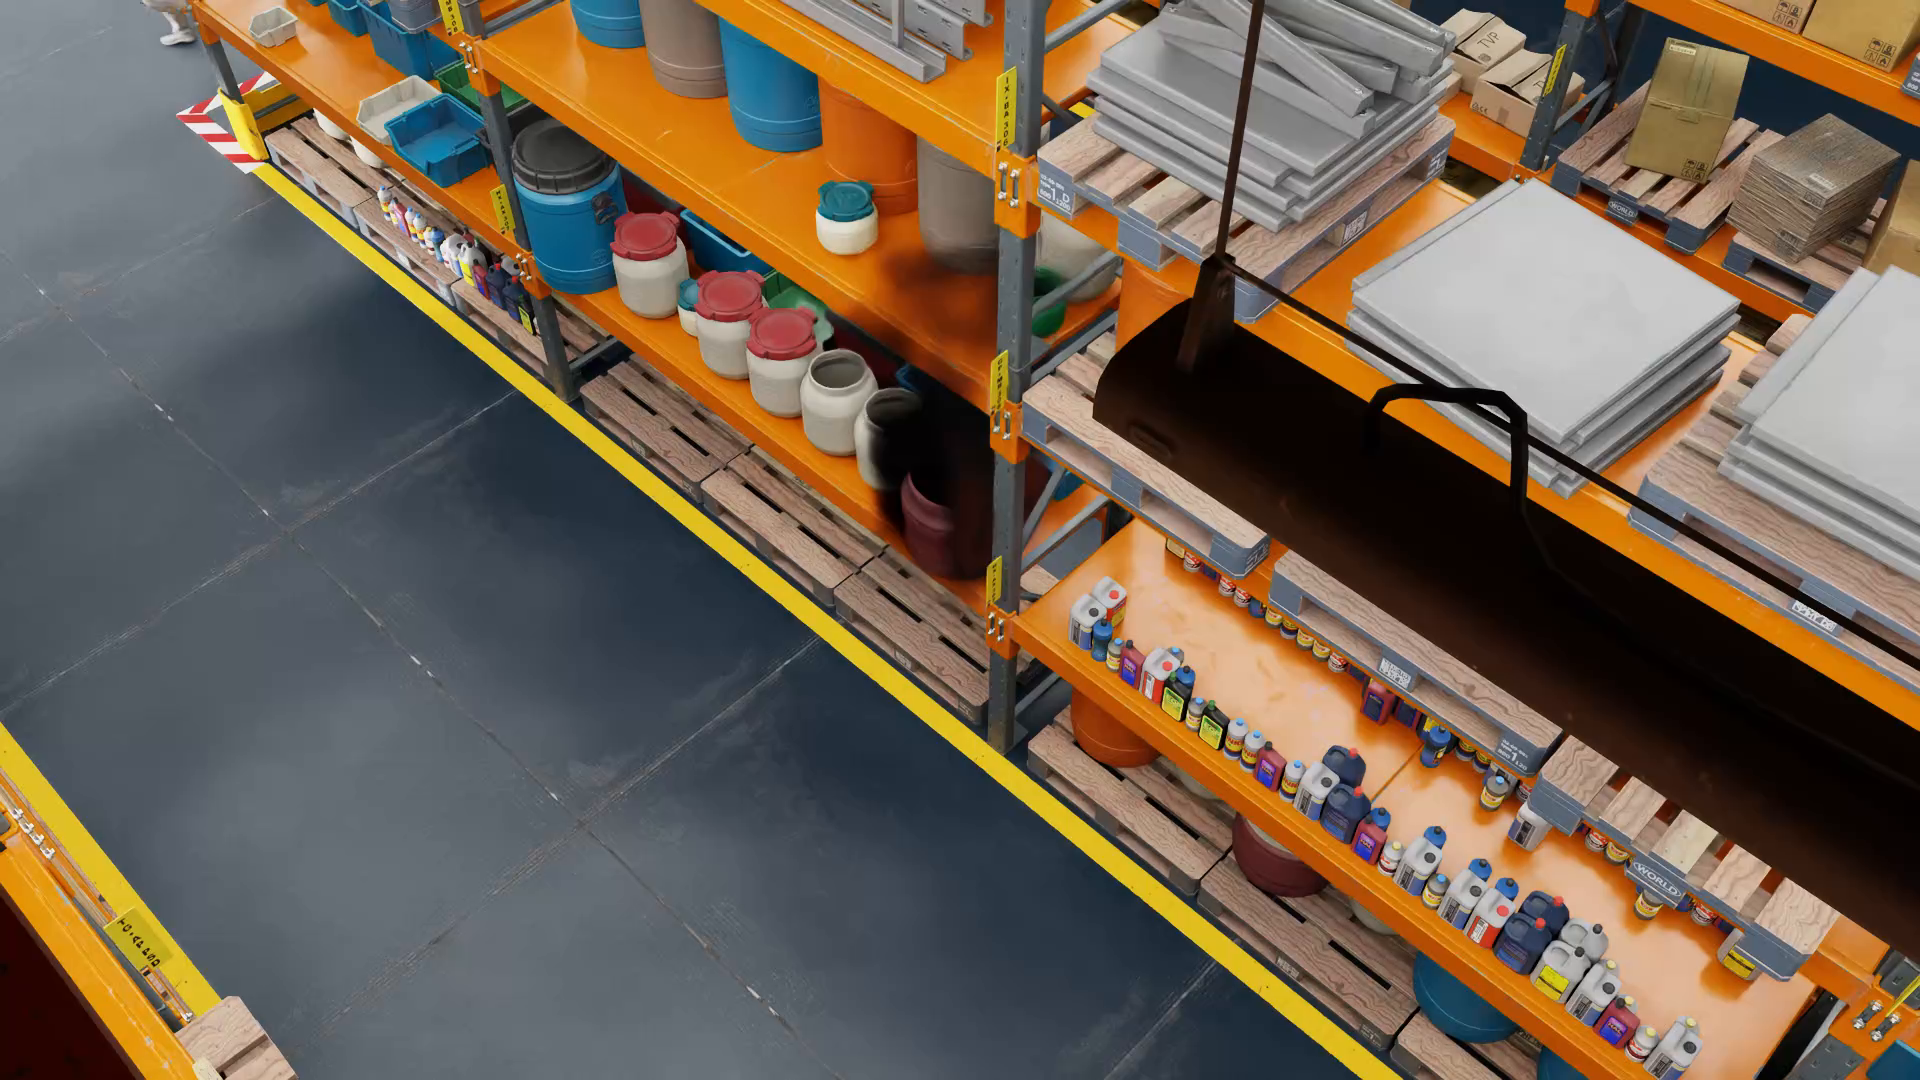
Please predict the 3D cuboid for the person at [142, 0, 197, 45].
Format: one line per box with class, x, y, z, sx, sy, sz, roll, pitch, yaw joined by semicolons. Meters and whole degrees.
person;-6.380;-4.712;13.233;0.621;1.744;0.756;-8;51;-7
